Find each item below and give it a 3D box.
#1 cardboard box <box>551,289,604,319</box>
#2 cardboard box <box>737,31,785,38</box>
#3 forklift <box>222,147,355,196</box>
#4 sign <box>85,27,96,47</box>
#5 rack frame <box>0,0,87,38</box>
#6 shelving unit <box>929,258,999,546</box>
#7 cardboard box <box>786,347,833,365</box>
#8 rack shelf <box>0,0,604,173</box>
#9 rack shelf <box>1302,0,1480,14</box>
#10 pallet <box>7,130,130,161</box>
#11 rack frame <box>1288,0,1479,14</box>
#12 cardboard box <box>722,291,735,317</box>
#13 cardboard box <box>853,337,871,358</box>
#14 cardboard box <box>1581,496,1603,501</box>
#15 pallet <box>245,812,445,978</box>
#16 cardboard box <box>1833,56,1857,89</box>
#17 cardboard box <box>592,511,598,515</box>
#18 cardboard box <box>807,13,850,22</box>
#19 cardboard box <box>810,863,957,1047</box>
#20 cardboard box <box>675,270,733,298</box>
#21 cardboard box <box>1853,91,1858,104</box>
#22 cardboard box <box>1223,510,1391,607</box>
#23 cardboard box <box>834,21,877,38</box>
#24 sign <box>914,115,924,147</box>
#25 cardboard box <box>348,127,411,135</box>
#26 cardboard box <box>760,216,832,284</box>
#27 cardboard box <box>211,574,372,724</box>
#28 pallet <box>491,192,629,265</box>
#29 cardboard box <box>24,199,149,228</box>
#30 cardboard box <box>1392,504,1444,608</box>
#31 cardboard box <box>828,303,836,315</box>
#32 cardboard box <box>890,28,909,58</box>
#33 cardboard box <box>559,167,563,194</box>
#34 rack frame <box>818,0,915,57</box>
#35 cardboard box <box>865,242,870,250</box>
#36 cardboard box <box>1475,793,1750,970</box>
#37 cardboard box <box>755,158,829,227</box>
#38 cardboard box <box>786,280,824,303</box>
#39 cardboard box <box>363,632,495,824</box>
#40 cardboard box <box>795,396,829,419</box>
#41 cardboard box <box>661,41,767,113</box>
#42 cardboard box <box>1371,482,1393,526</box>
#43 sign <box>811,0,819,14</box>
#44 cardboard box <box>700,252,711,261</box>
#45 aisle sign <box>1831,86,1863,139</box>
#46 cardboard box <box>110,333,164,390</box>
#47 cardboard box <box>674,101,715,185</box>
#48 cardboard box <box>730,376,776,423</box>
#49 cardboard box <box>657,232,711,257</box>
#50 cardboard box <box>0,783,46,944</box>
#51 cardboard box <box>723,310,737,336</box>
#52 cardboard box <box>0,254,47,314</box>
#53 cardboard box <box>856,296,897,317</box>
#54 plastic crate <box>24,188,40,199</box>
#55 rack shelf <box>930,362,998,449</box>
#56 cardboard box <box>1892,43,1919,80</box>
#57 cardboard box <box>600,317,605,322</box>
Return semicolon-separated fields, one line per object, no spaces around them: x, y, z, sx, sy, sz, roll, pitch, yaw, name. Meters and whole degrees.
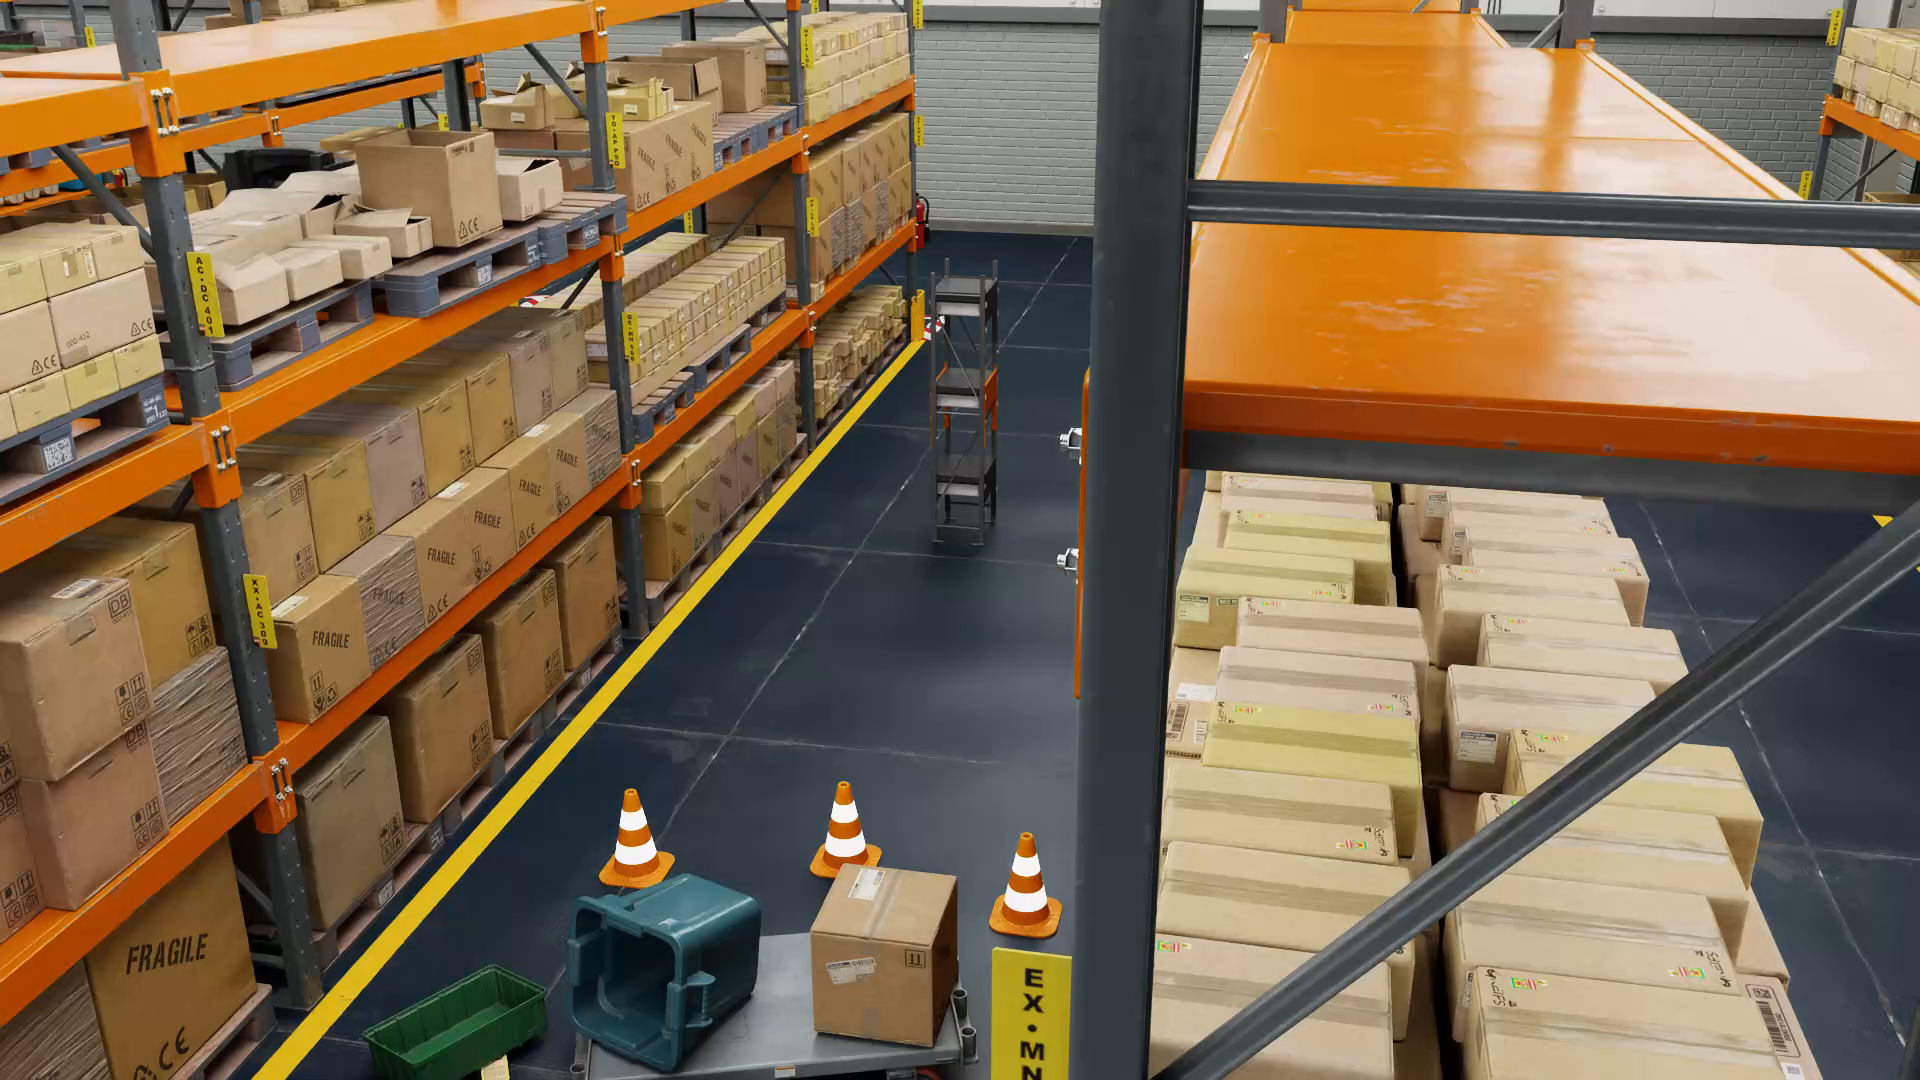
-2.743;-1.713;12.069;0.380;0.149;0.250;4;22;11;cardboard box
-1.790;-4.490;14.970;0.380;0.149;0.250;4;22;9;cardboard box
-4.953;-1.259;12.056;1.130;2.935;3.031;4;22;10;forklift
-10.116;-5.797;19.356;0.100;0.325;0.005;4;22;11;sign
-10.658;-7.273;18.866;1.000;3.000;0.127;4;22;11;rack frame
0.034;-1.035;12.612;0.431;2.100;0.503;4;22;11;shelving unit
-1.400;-1.685;15.480;0.380;0.149;0.250;4;22;10;cardboard box
-3.015;-2.303;8.026;1.077;0.370;4.000;4;22;11;rack shelf
2.668;-3.426;10.813;1.077;0.370;4.000;4;22;11;rack shelf
-7.137;-3.139;12.870;1.003;0.211;1.213;6;23;13;pallet
2.260;-3.214;8.788;1.000;3.000;0.127;4;22;11;rack frame
-1.944;-1.808;12.702;0.380;0.149;0.250;5;22;11;cardboard box
-1.100;-1.917;16.454;0.380;0.149;0.250;5;22;11;cardboard box
1.549;-0.186;4.554;0.380;0.149;0.250;5;22;12;cardboard box
-3.339;1.697;8.357;1.003;0.211;1.213;4;22;11;pallet
8.394;-4.298;15.298;0.500;0.250;0.500;4;22;10;cardboard box
-2.728;-0.067;11.789;0.500;0.500;0.500;4;22;11;cardboard box
-1.333;-5.243;16.839;0.380;0.149;0.250;5;23;13;cardboard box
-0.305;1.715;6.911;0.500;0.500;0.500;4;22;11;cardboard box
-1.948;-1.950;12.658;0.380;0.149;0.250;3;22;9;cardboard box
8.432;-4.058;15.235;0.380;0.149;0.250;5;22;12;cardboard box
0.823;0.052;3.962;0.380;0.149;0.250;5;22;12;cardboard box
-1.011;-4.922;16.043;0.380;0.149;0.250;4;22;10;cardboard box
-0.435;-4.331;17.620;0.100;0.325;0.005;4;22;11;sign
-6.274;-4.191;18.042;0.500;0.500;0.500;4;22;10;cardboard box
-1.443;-2.580;14.714;0.500;0.500;0.500;4;22;10;cardboard box
-3.052;0.473;7.529;0.500;0.500;0.500;5;22;12;cardboard box
-2.686;-1.836;9.634;1.213;0.211;1.003;6;23;13;pallet
-7.011;-2.448;13.440;0.797;0.503;0.637;5;23;13;cardboard box
1.397;0.124;4.317;0.500;0.250;0.500;4;22;10;cardboard box
-1.499;-2.390;17.231;0.380;0.149;0.250;3;22;8;cardboard box
-0.819;-5.063;16.926;0.500;0.250;0.500;4;22;9;cardboard box
-2.514;-2.060;9.554;0.380;0.166;0.250;4;22;11;cardboard box
-0.974;-6.480;16.897;1.000;3.000;0.127;4;22;11;rack frame
-1.113;-2.975;16.563;0.380;0.149;0.250;4;22;9;cardboard box
1.047;0.556;2.713;0.380;0.149;0.250;4;22;11;cardboard box
-1.460;-3.029;14.489;0.500;0.500;0.500;5;22;12;cardboard box
-1.412;-2.196;14.628;0.380;0.149;0.250;5;23;13;cardboard box
-3.184;0.954;8.919;1.050;0.750;0.750;4;22;11;cardboard box
-1.402;-1.215;15.110;0.380;0.149;0.250;3;22;9;cardboard box
-1.976;-3.737;13.405;0.700;0.500;0.500;4;22;11;cardboard box
0.989;-0.098;4.870;0.500;0.250;0.500;4;22;10;cardboard box
-1.506;-5.535;17.397;0.100;0.325;0.005;4;22;11;sign
-2.321;-2.341;14.028;0.380;0.149;0.250;5;22;12;cardboard box
8.479;-4.233;15.869;0.394;0.787;0.004;4;22;11;aisle sign
-3.184;-0.667;6.119;0.380;0.149;0.250;4;22;11;cardboard box
-2.038;-2.764;11.553;0.500;0.500;0.500;4;22;11;cardboard box
-1.813;-1.139;13.446;0.500;0.250;0.500;6;23;13;cardboard box
-2.321;-2.479;13.973;0.380;0.149;0.250;6;23;14;cardboard box
-3.802;1.149;5.784;0.875;0.550;0.550;4;22;11;cardboard box
-1.941;-1.675;12.773;0.380;0.149;0.250;5;23;13;cardboard box
-3.289;-0.852;5.512;0.380;0.149;0.250;4;22;11;cardboard box
-0.870;-2.441;17.356;0.380;0.149;0.250;4;22;10;cardboard box
-10.721;-3.978;18.989;0.396;0.136;0.243;4;22;11;plastic crate
0.034;-1.022;12.617;0.431;0.518;0.480;4;22;11;rack shelf
8.110;-3.972;13.818;0.500;0.250;0.500;5;22;12;cardboard box
-2.743;-1.579;12.136;0.380;0.149;0.250;4;22;11;cardboard box
